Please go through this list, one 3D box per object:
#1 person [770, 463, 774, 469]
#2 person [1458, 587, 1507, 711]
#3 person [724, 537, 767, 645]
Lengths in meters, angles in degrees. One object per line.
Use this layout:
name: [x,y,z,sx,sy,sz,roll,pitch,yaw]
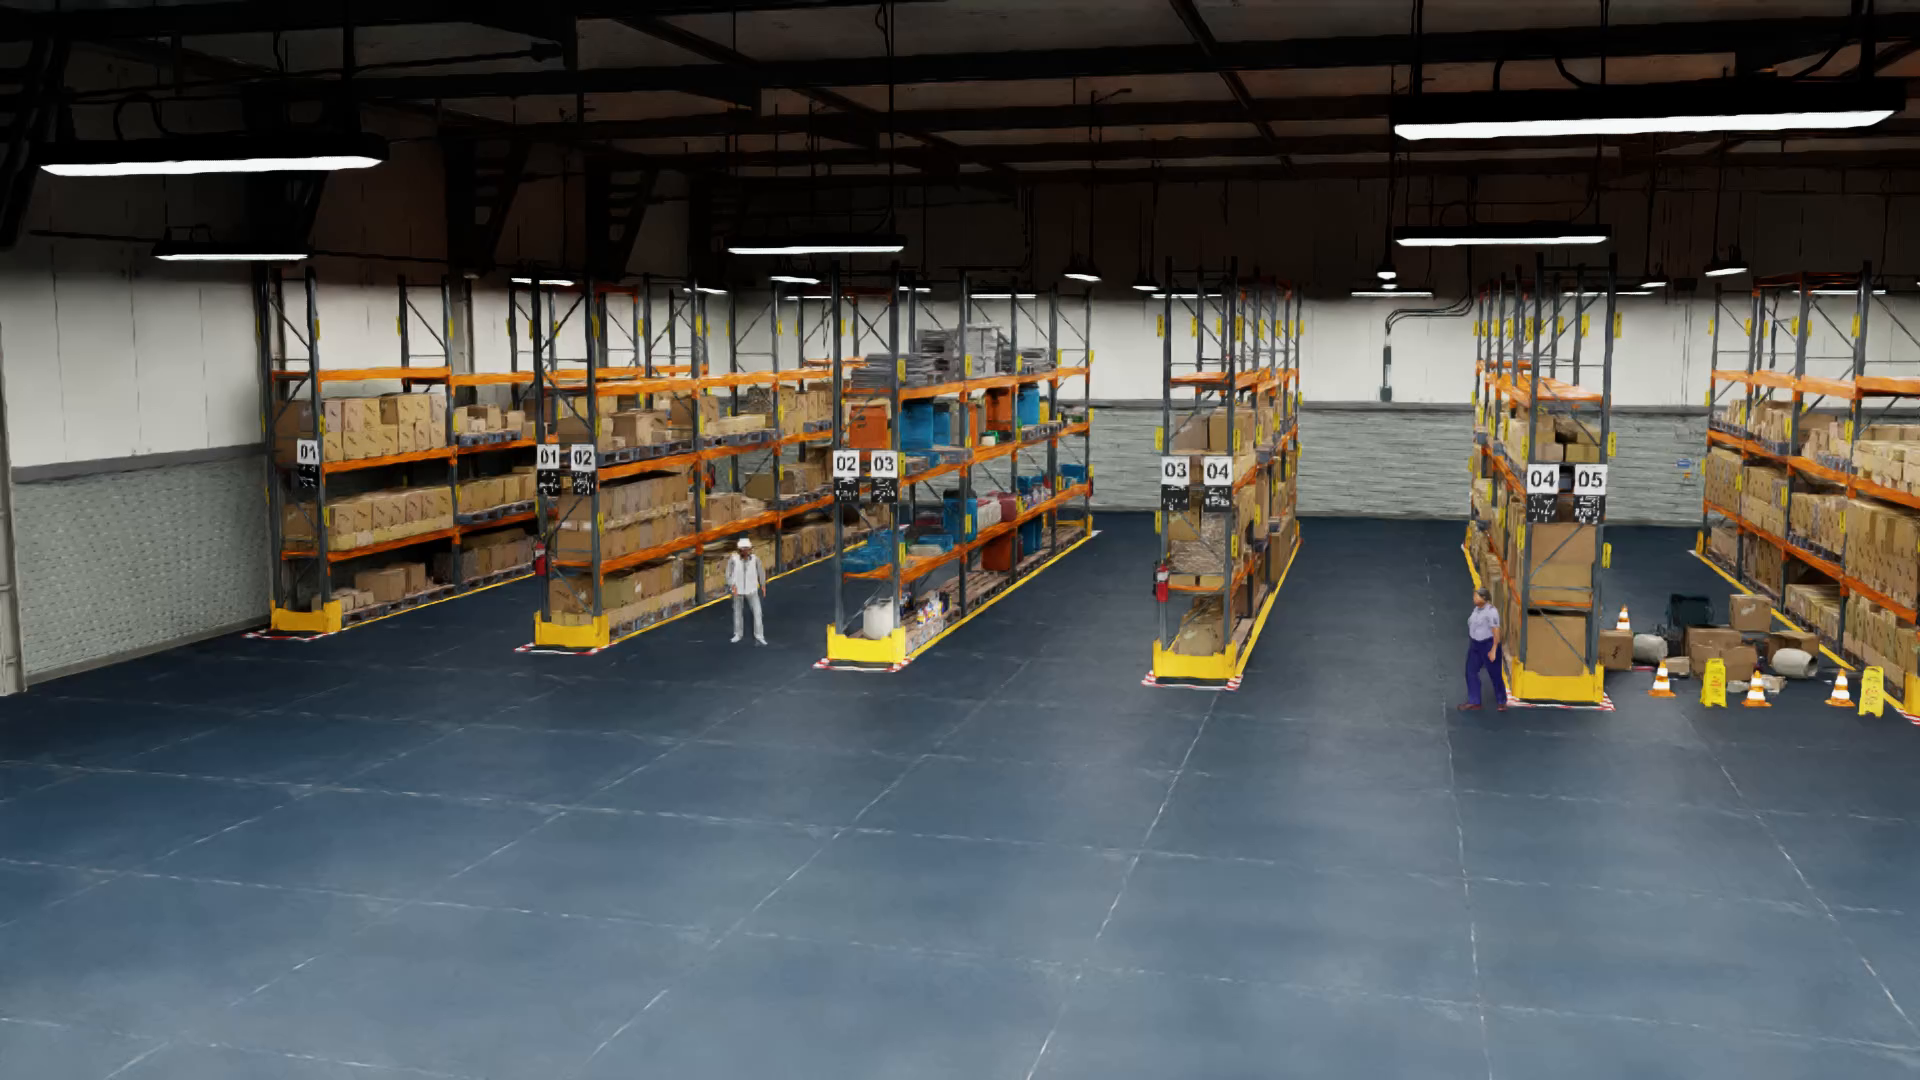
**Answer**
person: [-4.403,-0.910,40.005,0.514,1.667,0.638,-2,7,-14]
person: [6.934,1.438,21.883,0.560,1.628,0.544,-3,8,-21]
person: [-3.412,0.798,26.437,0.663,1.719,0.761,-1,7,-7]
